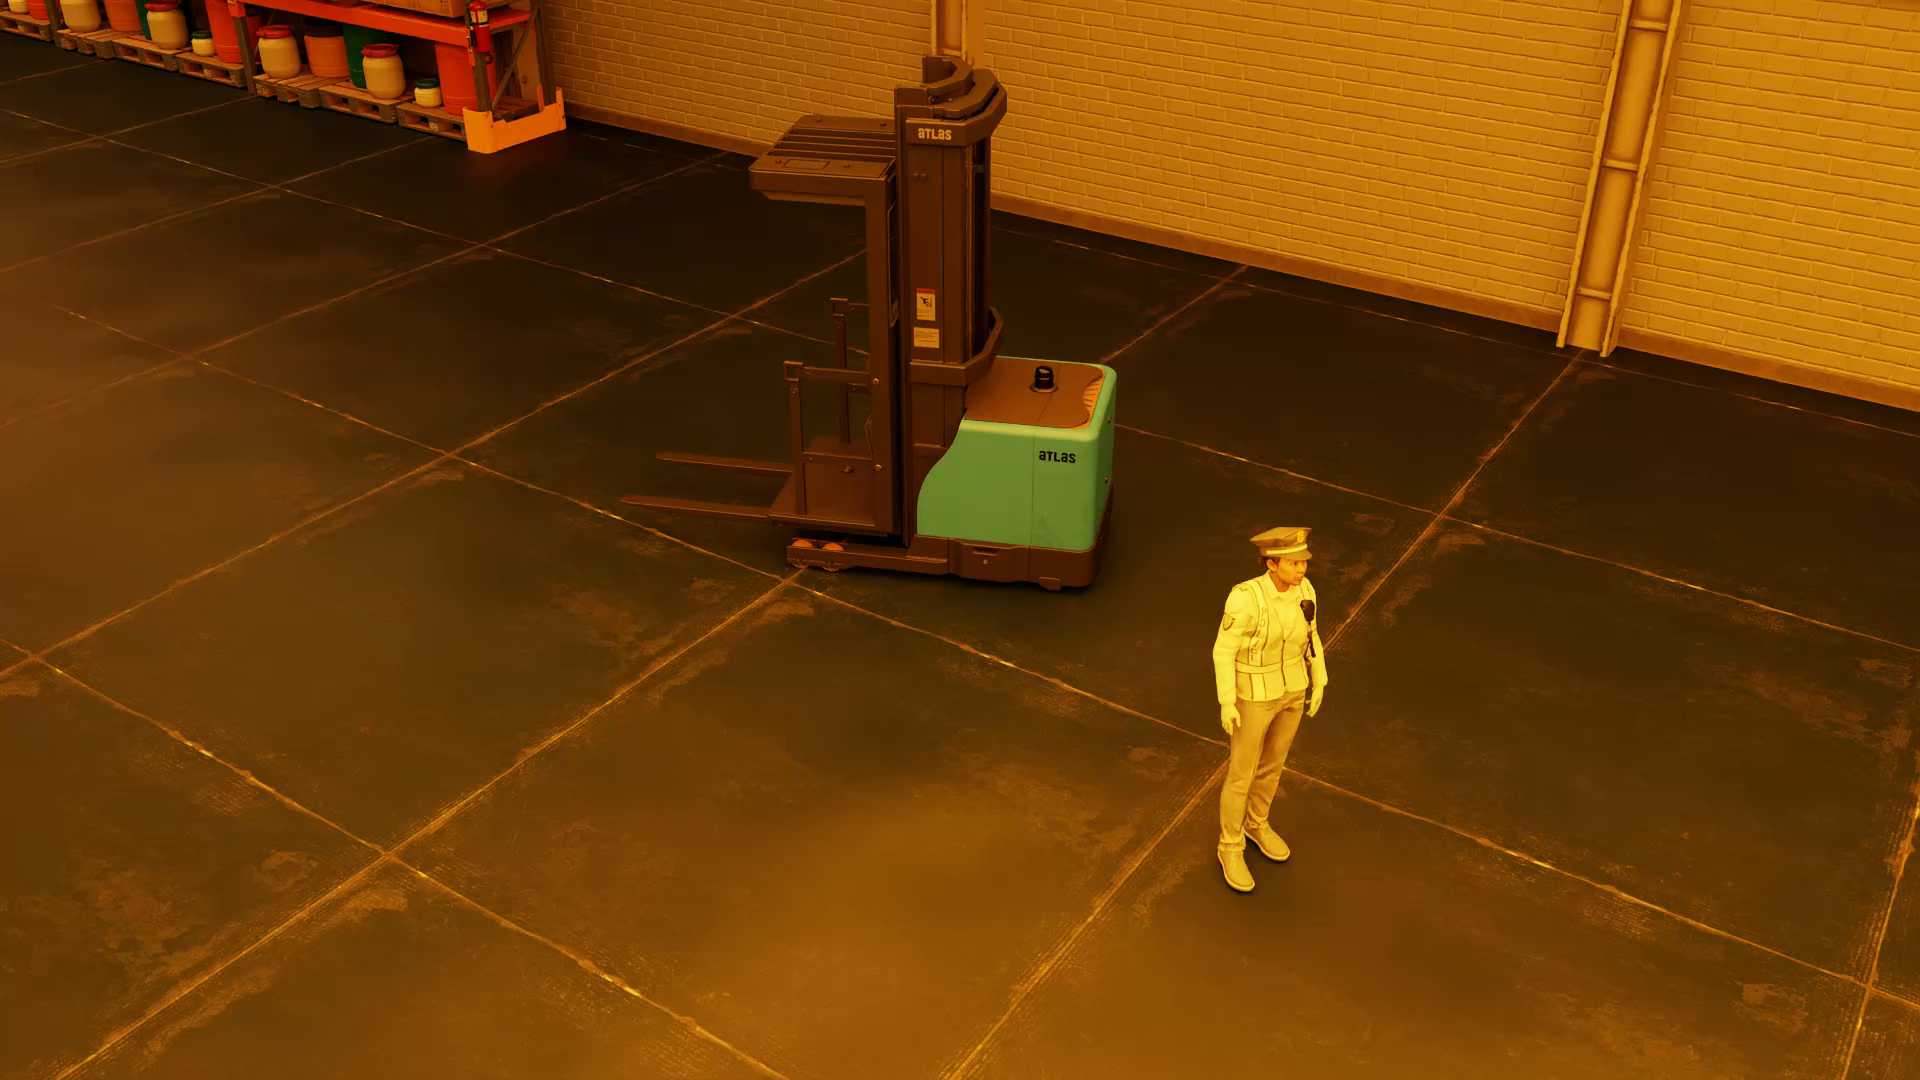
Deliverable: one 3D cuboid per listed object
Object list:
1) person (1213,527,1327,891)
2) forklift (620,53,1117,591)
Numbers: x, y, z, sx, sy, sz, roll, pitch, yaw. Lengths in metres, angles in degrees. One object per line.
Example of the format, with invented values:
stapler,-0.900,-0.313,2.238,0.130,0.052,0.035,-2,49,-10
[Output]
person,1.436,0.726,7.546,0.587,1.695,0.532,-13,33,-21
forklift,-0.596,-1.330,9.871,3.031,2.935,1.130,6,31,10
